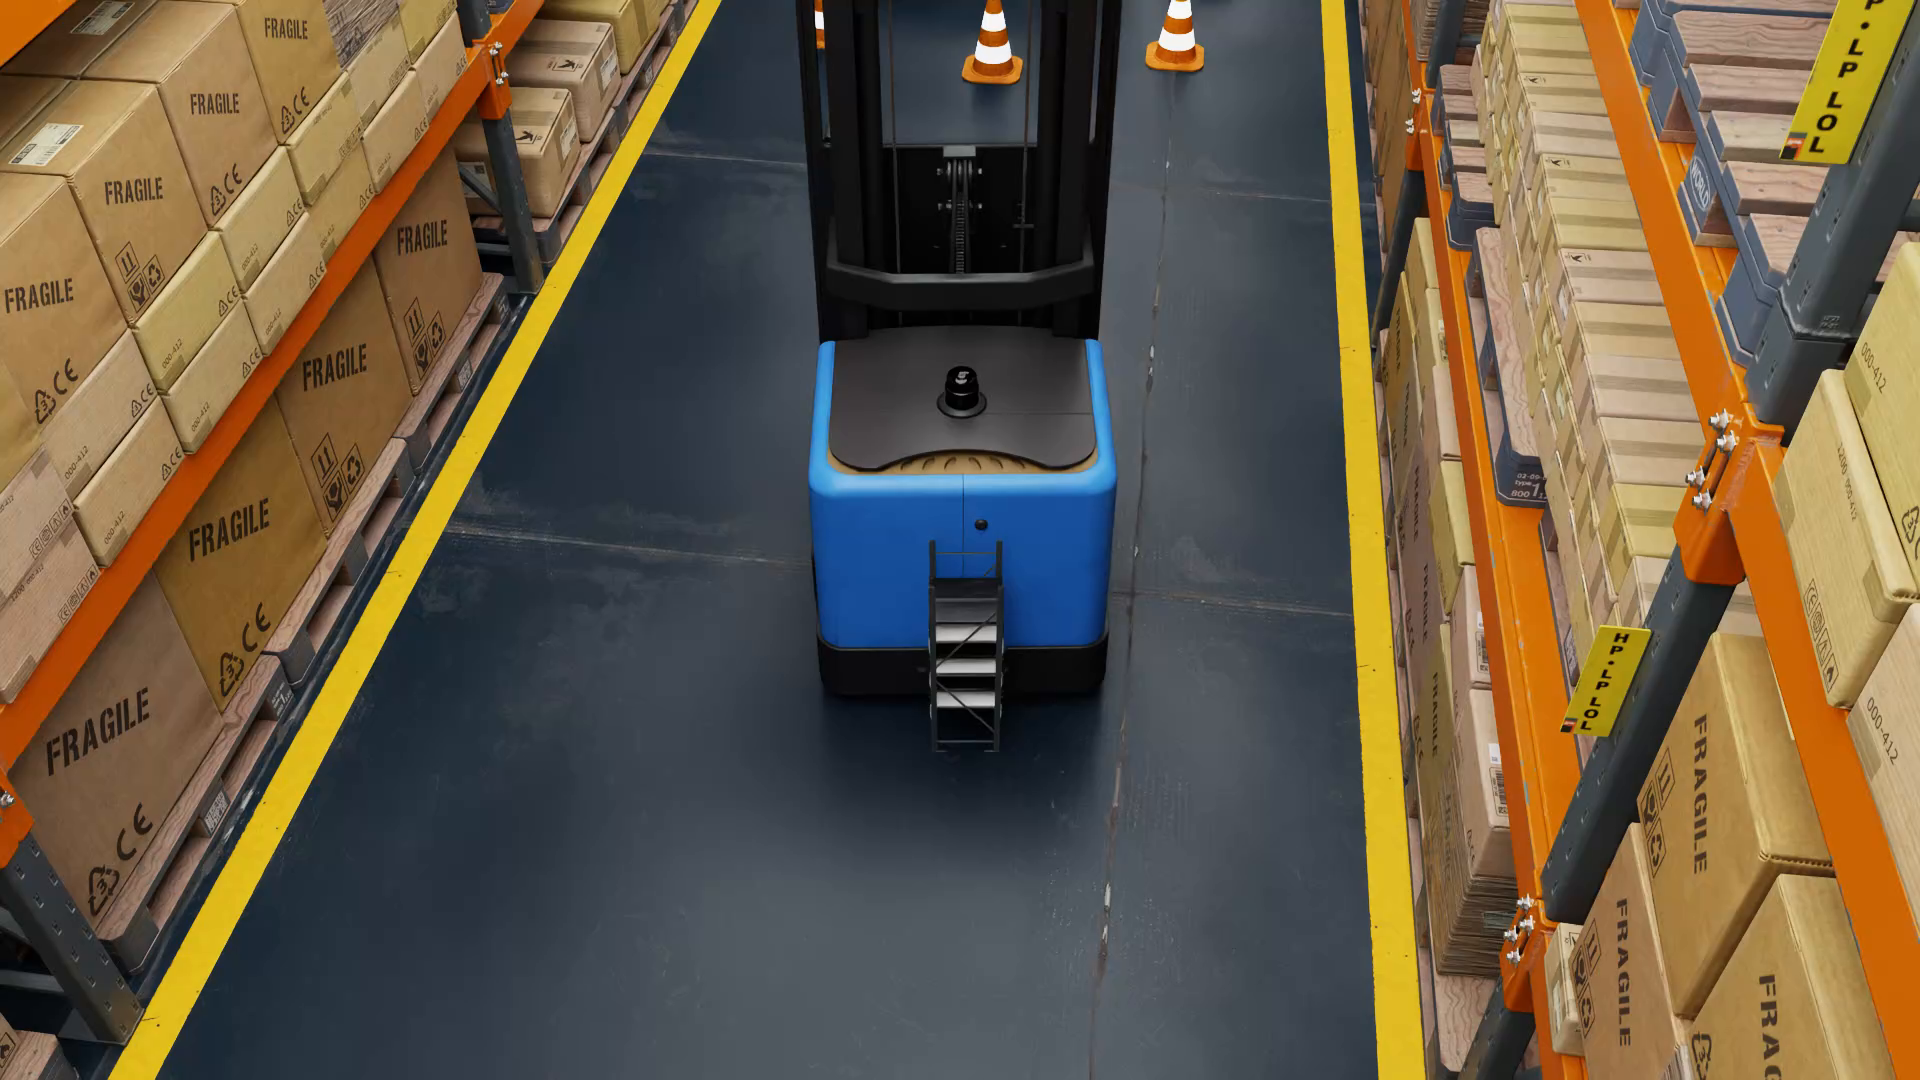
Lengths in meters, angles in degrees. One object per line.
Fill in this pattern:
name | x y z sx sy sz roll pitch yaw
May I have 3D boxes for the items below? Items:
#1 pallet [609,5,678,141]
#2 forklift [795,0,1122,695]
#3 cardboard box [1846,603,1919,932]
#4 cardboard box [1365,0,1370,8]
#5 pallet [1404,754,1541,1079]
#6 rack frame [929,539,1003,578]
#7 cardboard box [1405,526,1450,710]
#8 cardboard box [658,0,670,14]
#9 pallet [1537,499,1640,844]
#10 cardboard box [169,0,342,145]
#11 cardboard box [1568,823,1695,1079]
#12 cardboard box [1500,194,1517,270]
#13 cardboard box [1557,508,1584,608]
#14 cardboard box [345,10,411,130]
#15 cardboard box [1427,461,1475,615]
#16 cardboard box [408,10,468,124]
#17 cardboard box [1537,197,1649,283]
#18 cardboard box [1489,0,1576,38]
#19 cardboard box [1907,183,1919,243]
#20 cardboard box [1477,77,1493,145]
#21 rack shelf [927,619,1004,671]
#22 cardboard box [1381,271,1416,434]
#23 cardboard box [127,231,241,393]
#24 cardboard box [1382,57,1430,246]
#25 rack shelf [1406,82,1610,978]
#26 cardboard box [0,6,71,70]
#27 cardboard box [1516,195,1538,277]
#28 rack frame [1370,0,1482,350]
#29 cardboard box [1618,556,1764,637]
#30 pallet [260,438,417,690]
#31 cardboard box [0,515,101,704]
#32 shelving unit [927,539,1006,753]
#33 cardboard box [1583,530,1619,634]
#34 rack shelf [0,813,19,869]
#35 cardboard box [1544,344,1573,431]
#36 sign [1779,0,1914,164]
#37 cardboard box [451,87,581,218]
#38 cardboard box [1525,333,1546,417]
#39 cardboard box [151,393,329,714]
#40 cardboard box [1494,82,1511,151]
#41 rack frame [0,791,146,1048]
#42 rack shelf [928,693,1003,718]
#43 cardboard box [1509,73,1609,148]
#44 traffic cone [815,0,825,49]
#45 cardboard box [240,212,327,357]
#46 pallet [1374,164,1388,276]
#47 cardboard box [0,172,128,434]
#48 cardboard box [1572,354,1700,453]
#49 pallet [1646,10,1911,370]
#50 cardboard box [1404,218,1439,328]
pallet | -2.249 -2.694 9.442 1.003 0.211 1.213 5 44 6
forklift | -0.008 -1.493 6.195 1.130 2.935 3.031 -1 43 -1
cardboard box | 1.494 0.361 2.115 0.500 0.250 0.500 5 44 5
cardboard box | 2.939 -3.595 9.696 1.050 0.750 0.750 5 44 5
pallet | 1.975 1.243 5.283 1.003 0.211 1.213 5 44 6
rack frame | 0.019 0.304 5.754 0.240 0.900 0.006 0 48 0
cardboard box | 1.862 0.291 5.774 0.500 0.500 0.500 4 44 5
cardboard box | -2.147 -3.422 9.788 0.950 0.372 0.625 8 44 8
pallet | 2.119 0.324 4.366 1.003 0.211 1.213 5 44 6
cardboard box | -2.458 -1.680 5.543 0.500 0.500 0.500 5 44 6
cardboard box | 1.559 0.932 3.295 0.500 0.500 0.500 5 44 5
cardboard box | 2.006 -1.007 5.509 0.380 0.149 0.250 7 44 7
cardboard box | 1.799 0.065 4.377 0.380 0.149 0.250 5 44 5
cardboard box | -2.394 -1.770 6.183 0.500 0.250 0.500 4 44 4
cardboard box | 1.859 0.003 5.532 0.500 0.250 0.500 3 44 4
cardboard box | -2.327 -1.923 6.708 0.500 0.250 0.500 4 44 4
cardboard box | 1.941 -0.879 4.941 0.380 0.149 0.250 5 44 5
cardboard box | 2.149 -1.941 6.063 0.380 0.149 0.250 5 44 6
cardboard box | 2.033 -0.765 2.816 0.700 0.500 0.500 5 44 6
cardboard box | 2.108 -1.556 6.089 0.380 0.149 0.250 7 44 8
rack shelf | 0.020 0.341 5.644 0.258 0.077 0.200 0 48 0
cardboard box | 2.056 -0.750 6.873 0.500 0.500 0.500 4 44 4
cardboard box | -2.574 -0.720 5.074 0.500 0.250 0.500 6 44 6
cardboard box | 2.572 -1.707 7.702 1.050 0.750 0.750 5 44 5
rack shelf | 2.138 -0.340 5.451 1.077 0.370 4.000 5 44 6
cardboard box | -3.035 -1.397 5.244 0.500 0.500 0.500 6 44 6
cardboard box | 1.971 -0.945 5.227 0.380 0.149 0.250 5 44 5
rack frame | 2.403 -1.964 6.643 1.000 3.000 0.127 5 44 6
cardboard box | 1.733 0.193 3.809 0.380 0.149 0.250 7 44 7
pallet | -2.860 0.027 6.568 1.003 0.211 1.213 5 44 6
cardboard box | -2.726 0.159 4.509 0.500 0.250 0.500 4 44 5
shelving unit | 0.020 0.379 5.686 0.258 0.900 0.210 0 48 0
cardboard box | 1.764 0.124 4.099 0.380 0.149 0.250 6 44 6
rack shelf | -3.311 2.005 2.974 1.077 0.370 4.000 5 44 6
cardboard box | 1.868 -0.409 4.661 0.380 0.149 0.250 3 44 3
sign | 1.323 -0.706 2.470 0.100 0.325 0.005 5 44 6
cardboard box | -2.433 -1.928 8.210 0.950 0.372 0.625 3 43 3
cardboard box | 1.899 -0.476 4.949 0.380 0.149 0.250 7 44 7
cardboard box | -2.932 -0.047 5.857 0.875 0.875 0.875 6 44 7
cardboard box | 2.074 -1.455 5.766 0.380 0.149 0.250 4 44 4
rack frame | -3.046 0.381 4.166 1.000 3.000 0.127 5 44 6
rack shelf | 0.020 0.523 5.843 0.258 0.077 0.200 0 48 0
cardboard box | 2.044 -1.414 5.506 0.380 0.149 0.250 4 44 4
traffic cone | -0.765 -3.178 9.770 0.336 0.463 0.334 5 44 6
cardboard box | -2.501 -0.881 5.608 0.500 0.250 0.500 5 44 5
pallet | 2.582 -1.482 8.162 1.003 0.211 1.213 5 44 6
cardboard box | -2.663 -0.642 4.446 0.500 0.500 0.500 5 44 5
cardboard box | 1.839 -0.345 4.377 0.380 0.149 0.250 5 44 5
pallet | 2.061 -0.670 3.231 1.213 0.211 1.003 5 44 6
cardboard box | 2.072 -1.034 6.627 0.500 0.250 0.500 3 44 4
